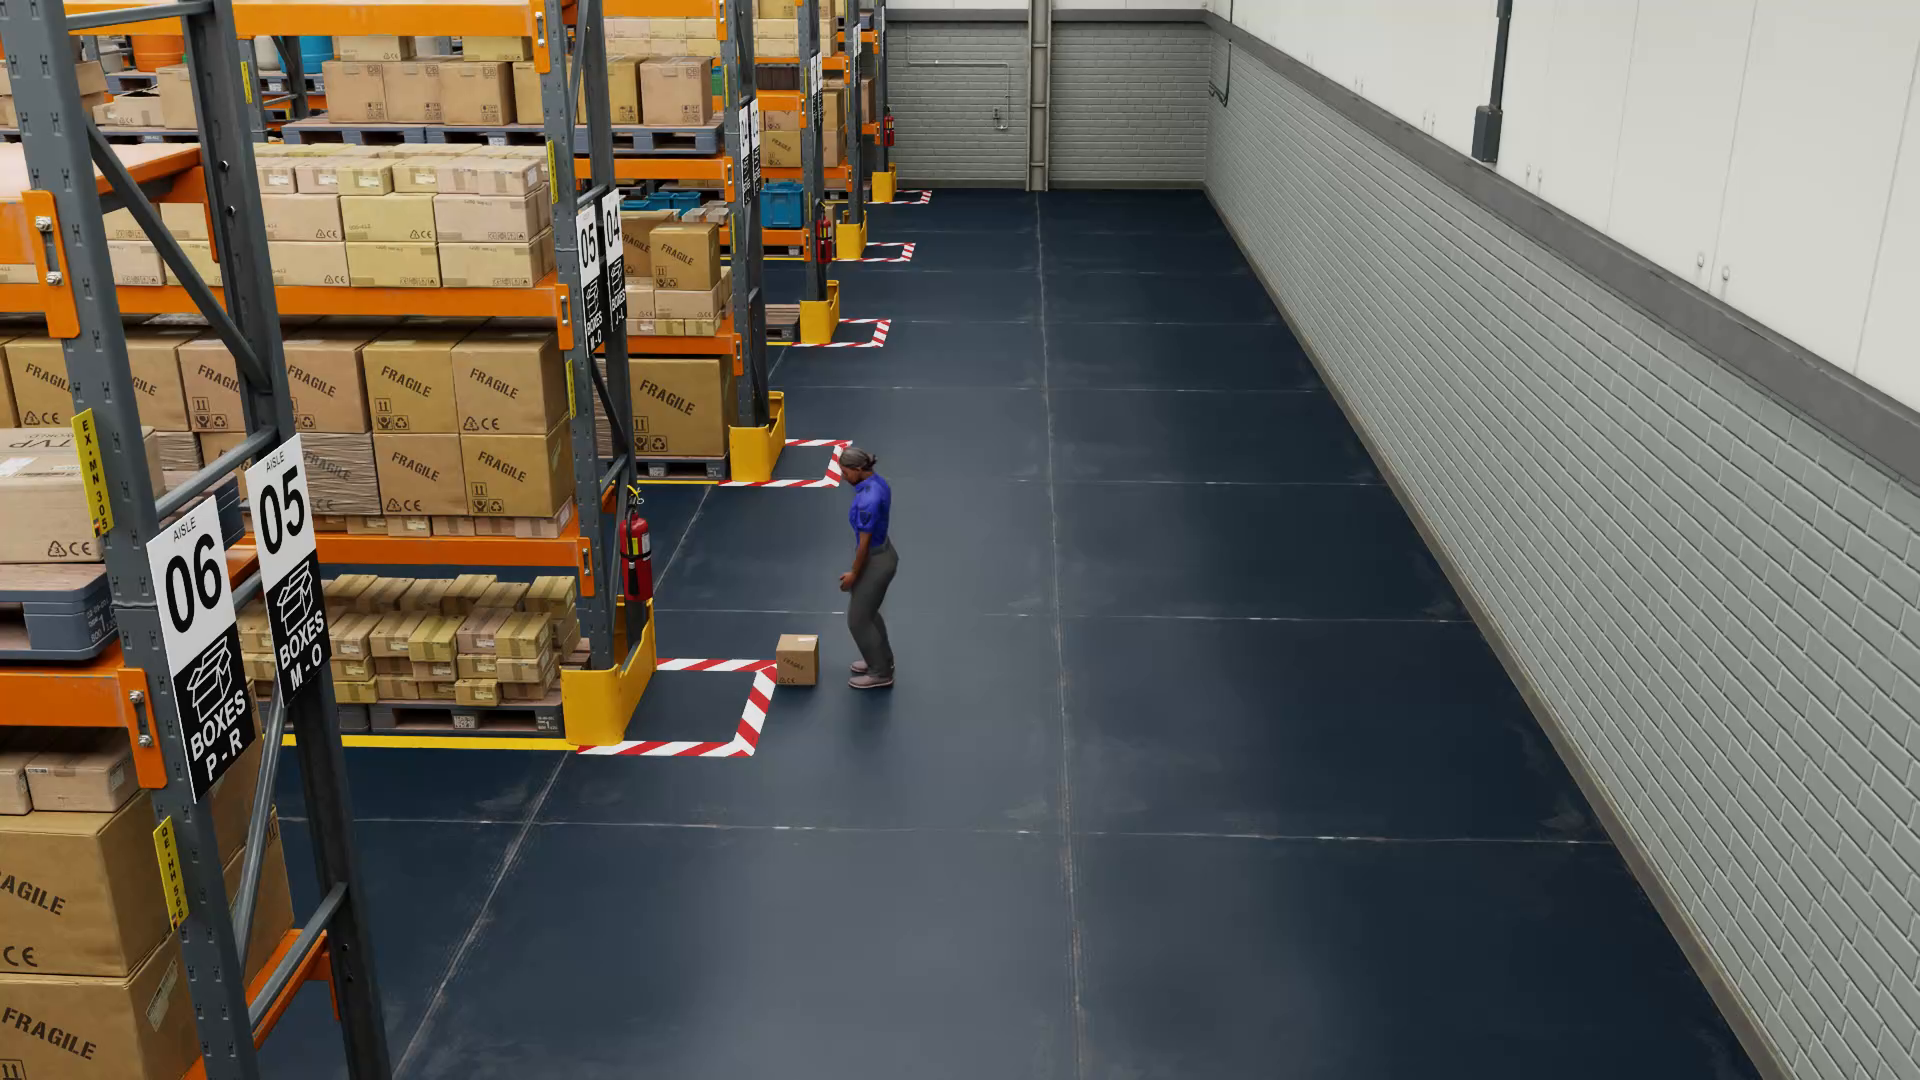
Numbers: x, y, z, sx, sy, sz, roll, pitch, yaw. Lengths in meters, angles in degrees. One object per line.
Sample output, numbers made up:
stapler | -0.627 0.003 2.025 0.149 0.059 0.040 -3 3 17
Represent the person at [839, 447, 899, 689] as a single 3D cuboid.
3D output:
person | -0.584 0.175 10.705 0.361 1.617 0.453 1 21 3
